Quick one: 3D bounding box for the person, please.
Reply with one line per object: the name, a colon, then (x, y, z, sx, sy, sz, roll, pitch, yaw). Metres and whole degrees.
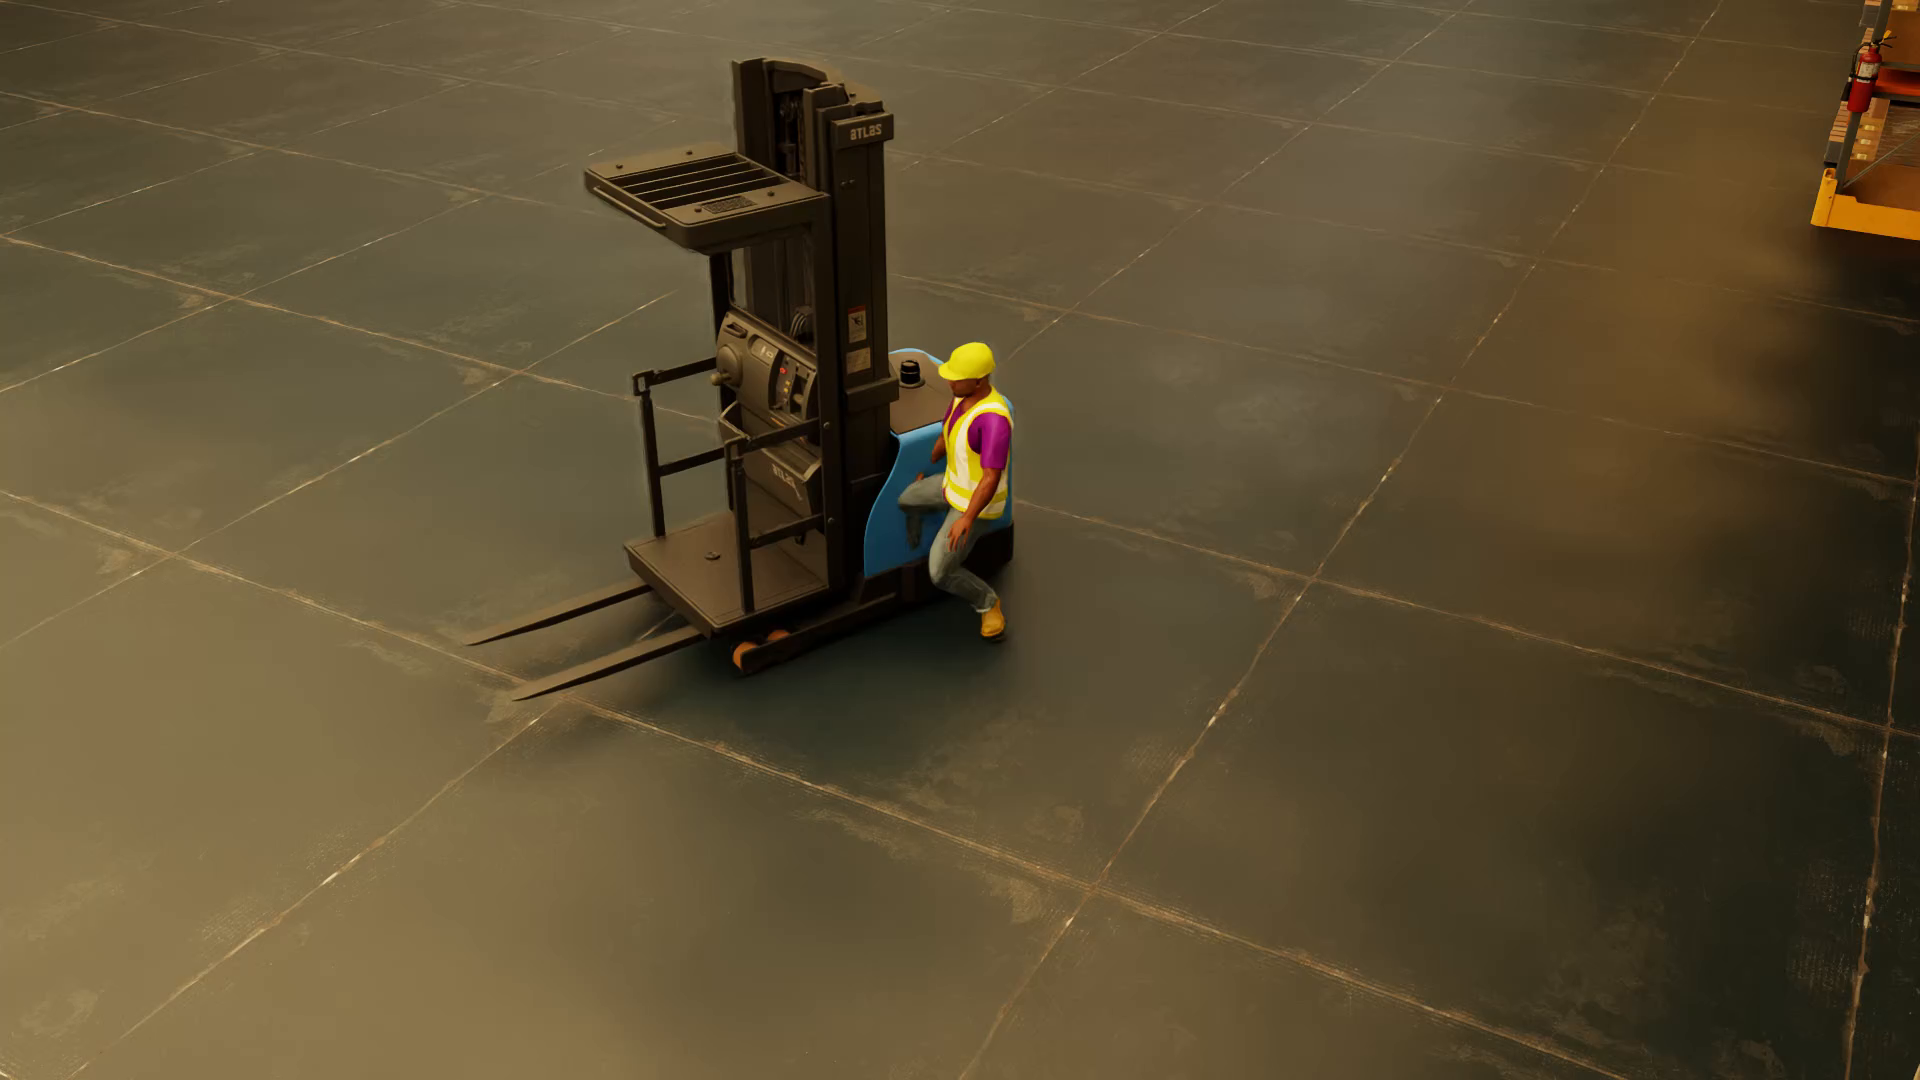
person: (-0.103, -0.247, 8.718, 0.716, 1.663, 0.802, -6, 31, -10)

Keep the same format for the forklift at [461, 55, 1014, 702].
forklift: (-1.180, -0.867, 8.572, 3.031, 2.935, 1.130, -20, 36, -31)
